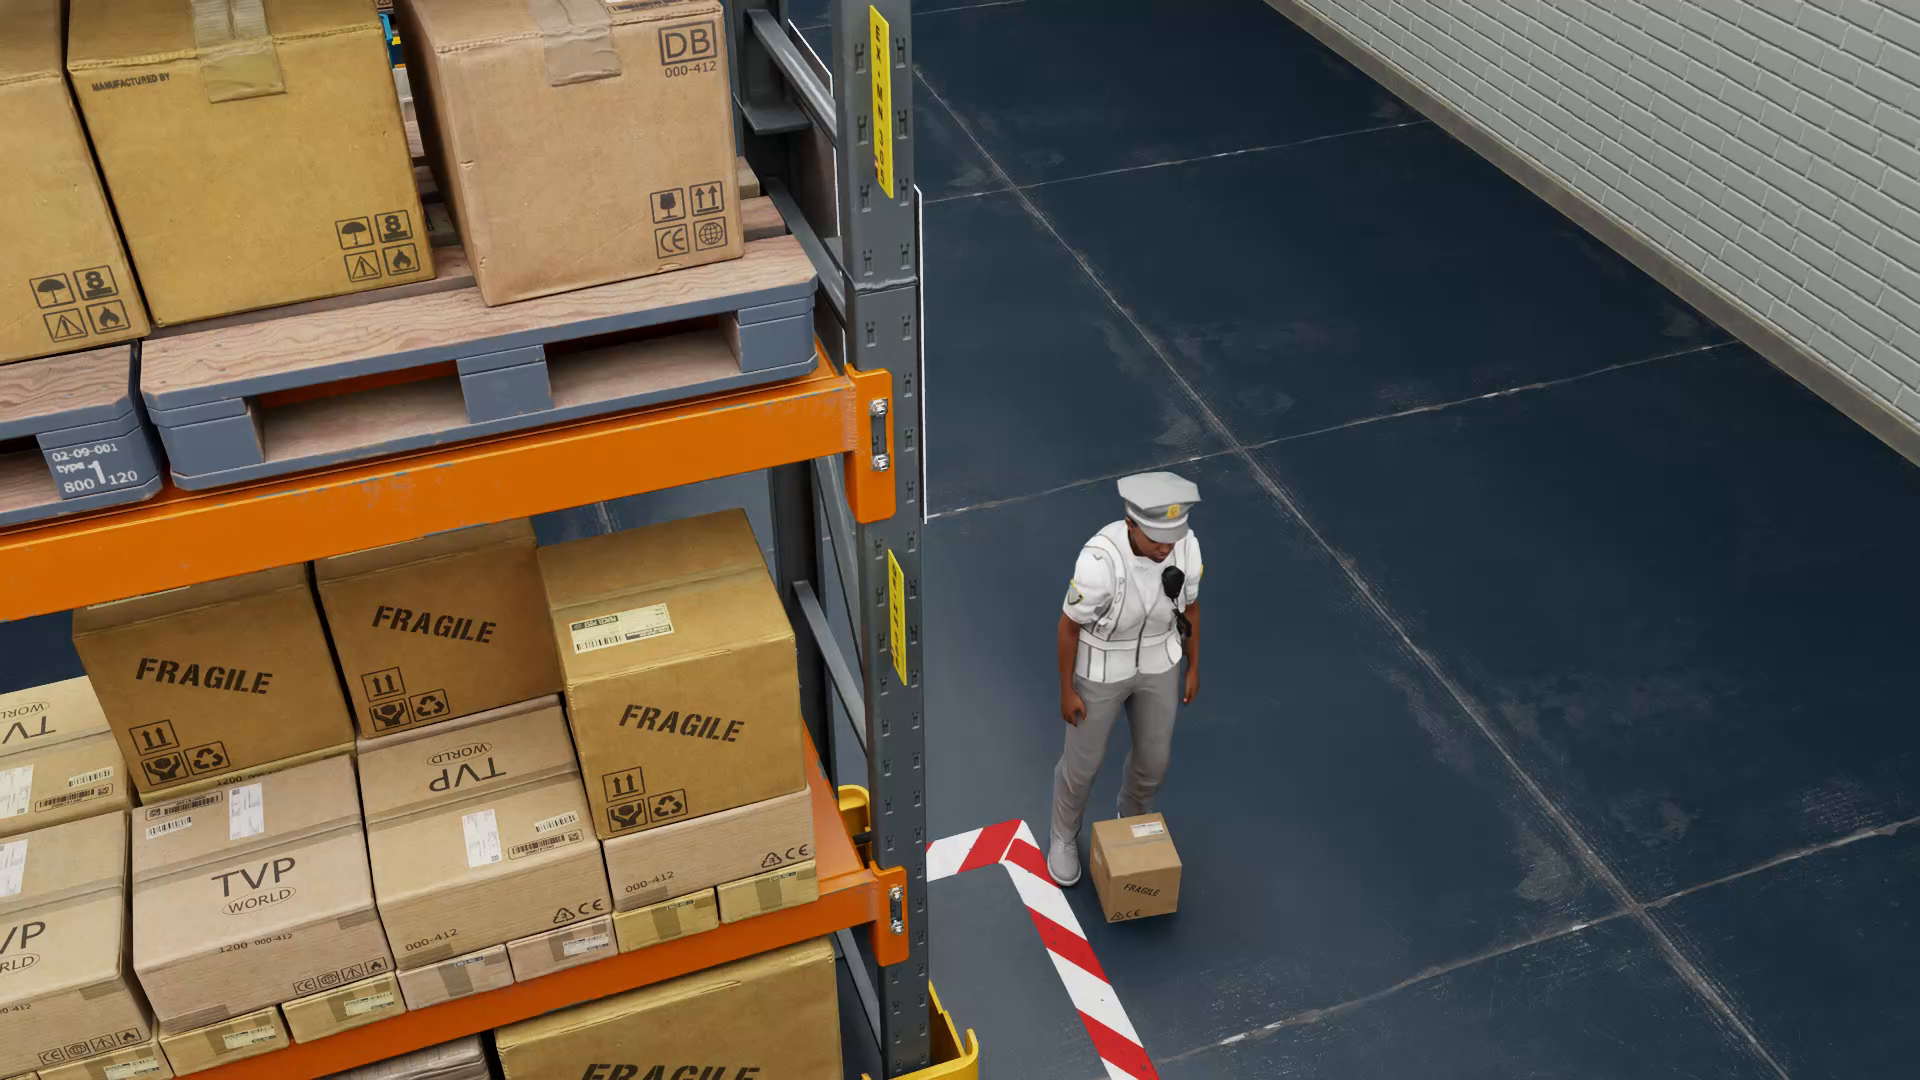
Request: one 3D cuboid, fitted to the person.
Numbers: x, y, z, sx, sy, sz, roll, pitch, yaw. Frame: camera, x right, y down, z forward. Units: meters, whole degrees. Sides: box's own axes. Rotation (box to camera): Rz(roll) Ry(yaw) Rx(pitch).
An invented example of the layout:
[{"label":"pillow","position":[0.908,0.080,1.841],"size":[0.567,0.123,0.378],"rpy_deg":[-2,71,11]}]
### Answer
[{"label":"person","position":[0.551,0.452,5.570],"size":[0.530,1.663,0.391],"rpy_deg":[-10,39,-12]}]
